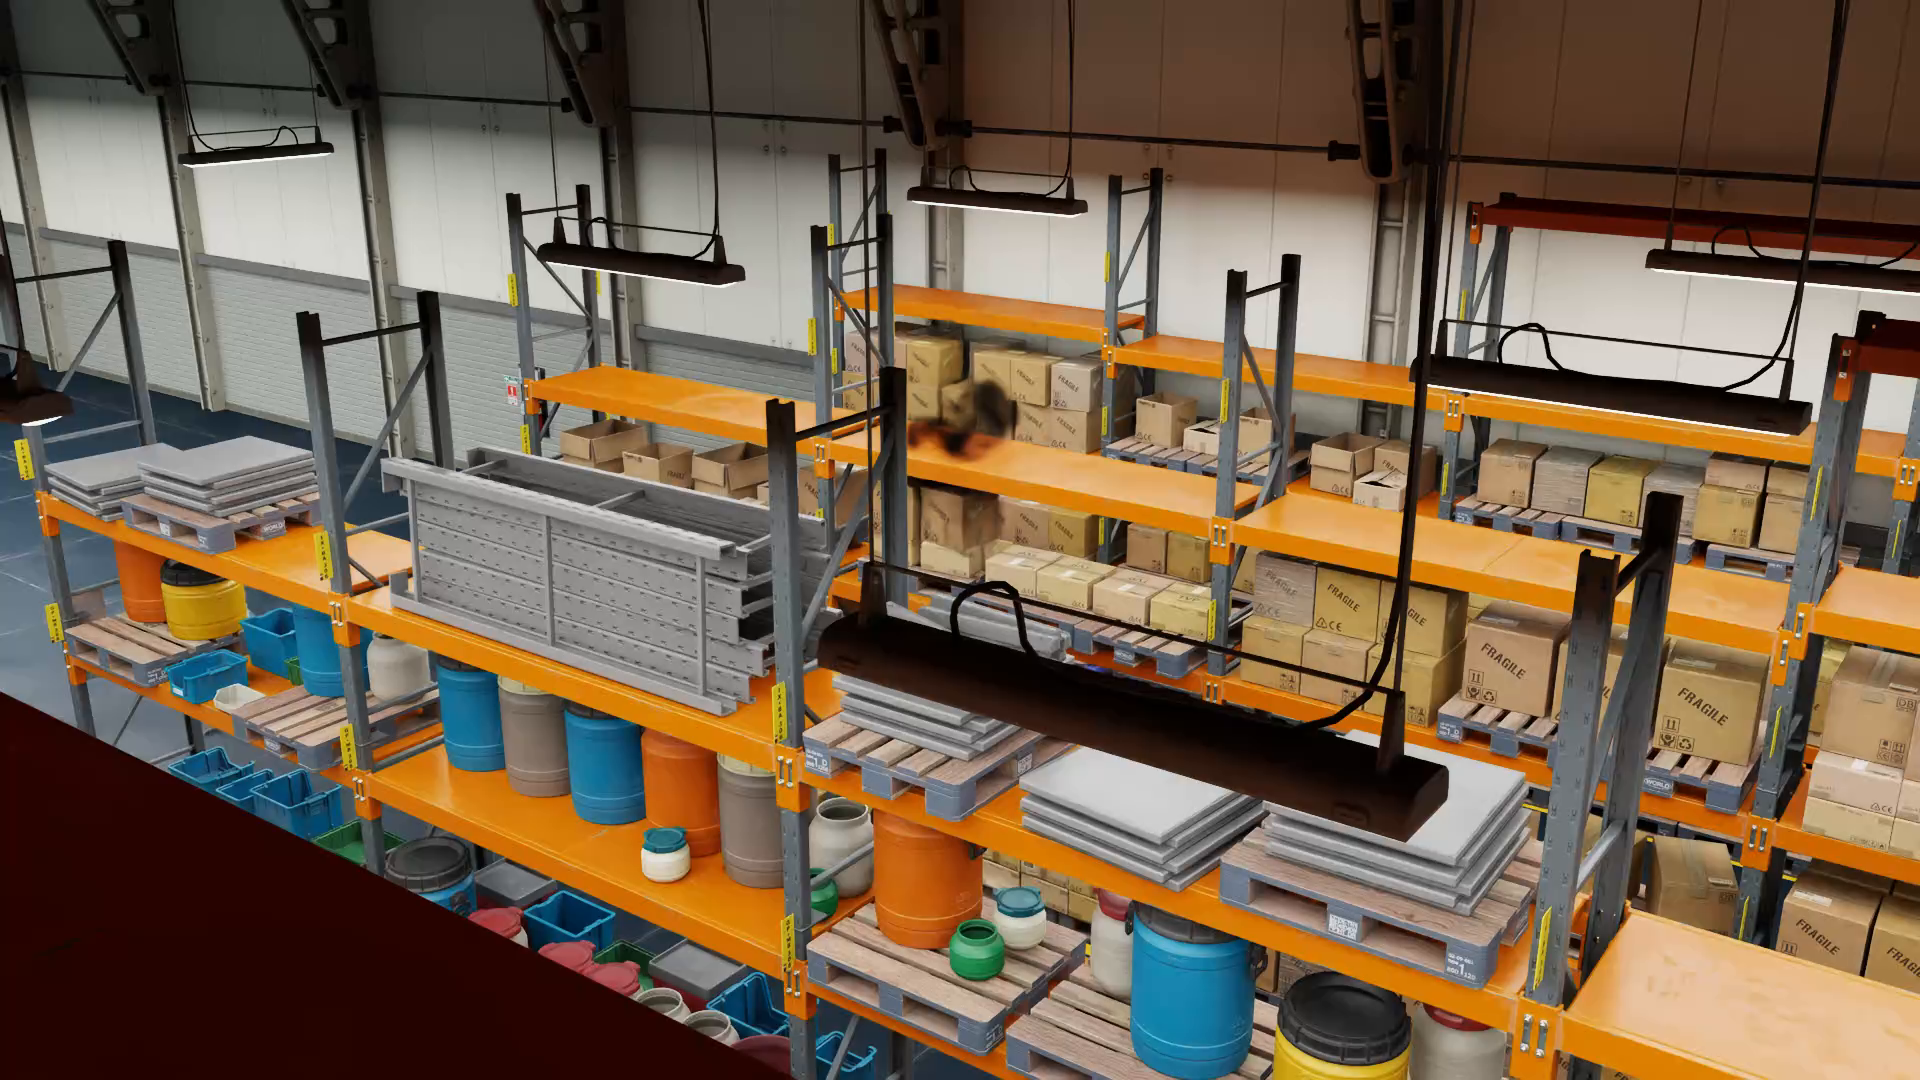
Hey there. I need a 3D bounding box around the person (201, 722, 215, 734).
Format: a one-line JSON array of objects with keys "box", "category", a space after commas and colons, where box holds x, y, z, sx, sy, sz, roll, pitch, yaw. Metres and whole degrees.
[{"box": [-8.097, 1.369, 18.516, 1.066, 1.684, 0.578, -9, 20, -25], "category": "person"}]

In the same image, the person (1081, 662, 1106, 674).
[{"box": [1.284, 1.741, 16.489, 0.853, 1.676, 0.576, 11, 21, 30], "category": "person"}]
